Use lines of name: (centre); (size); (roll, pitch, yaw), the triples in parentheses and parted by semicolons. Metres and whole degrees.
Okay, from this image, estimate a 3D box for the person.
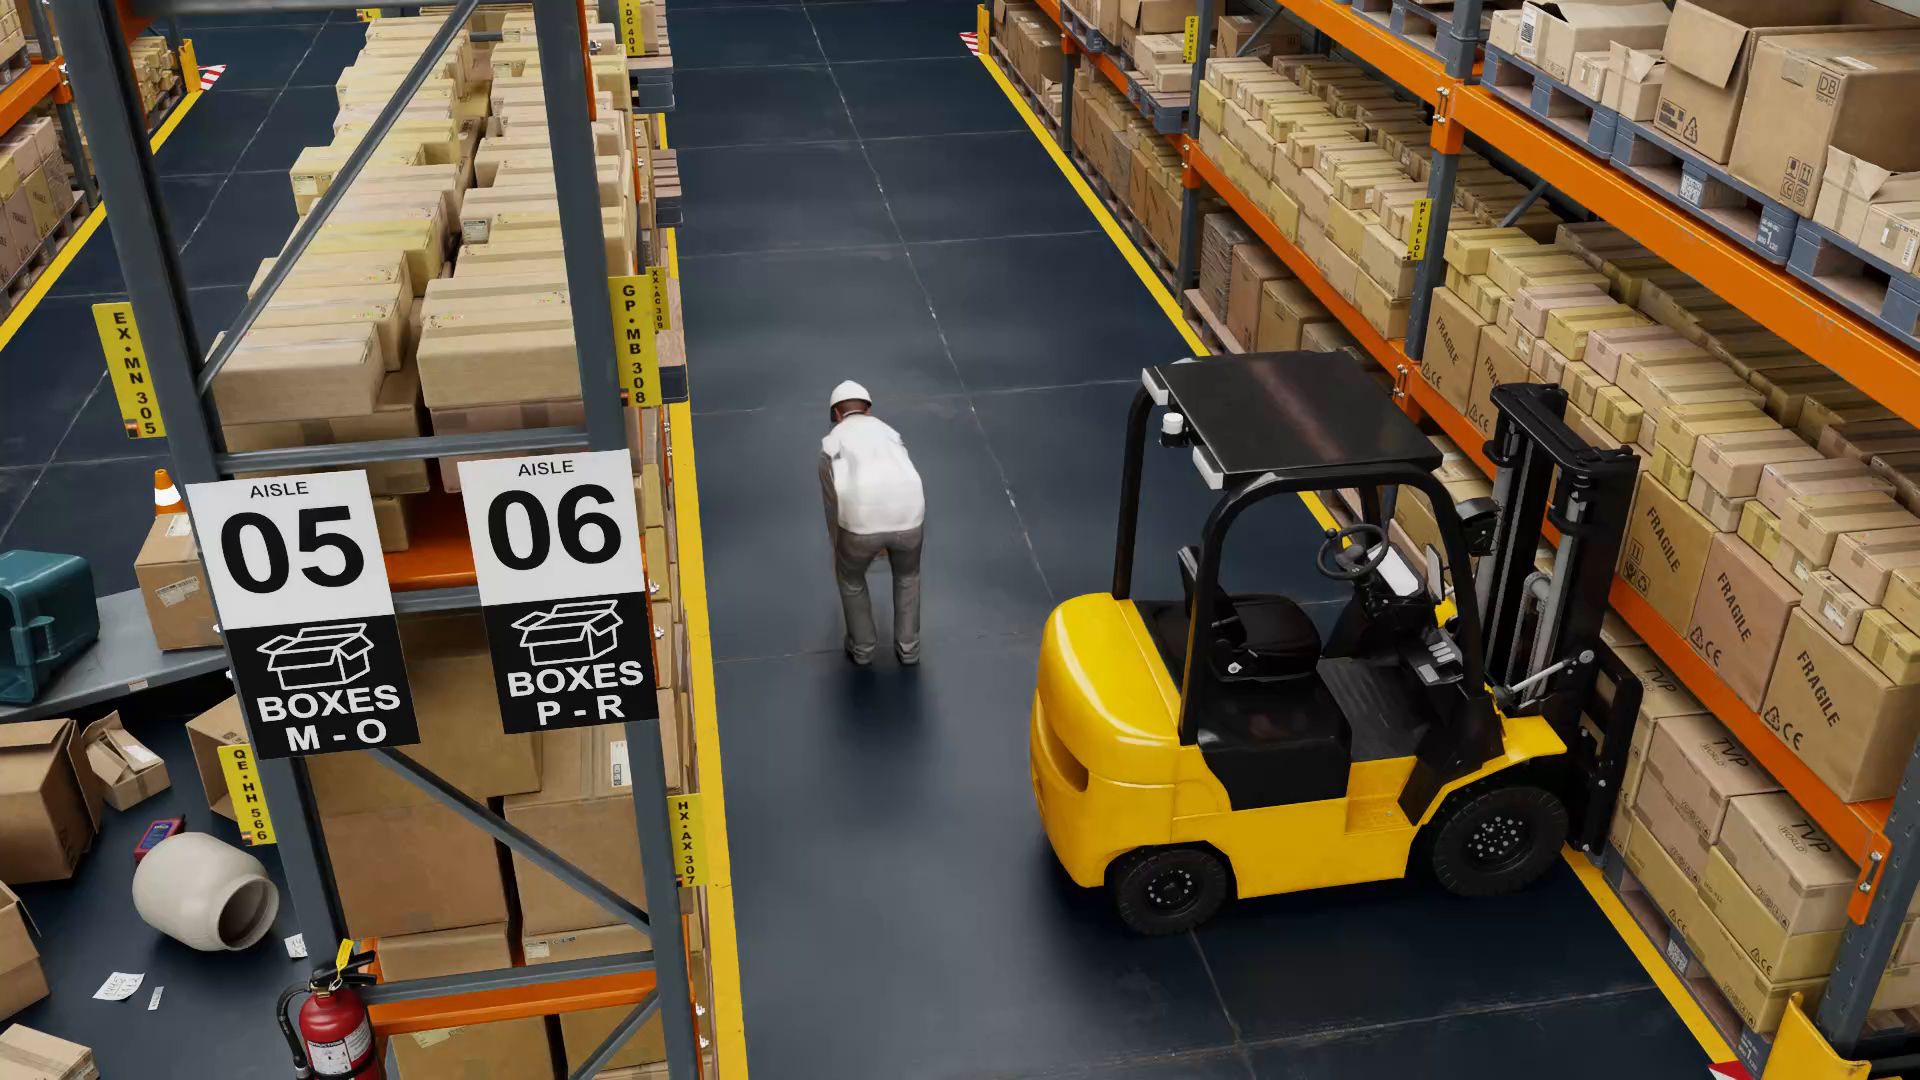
person: (-0.480, -0.071, 8.682); (0.463, 1.321, 0.959); (-8, 31, -13)
